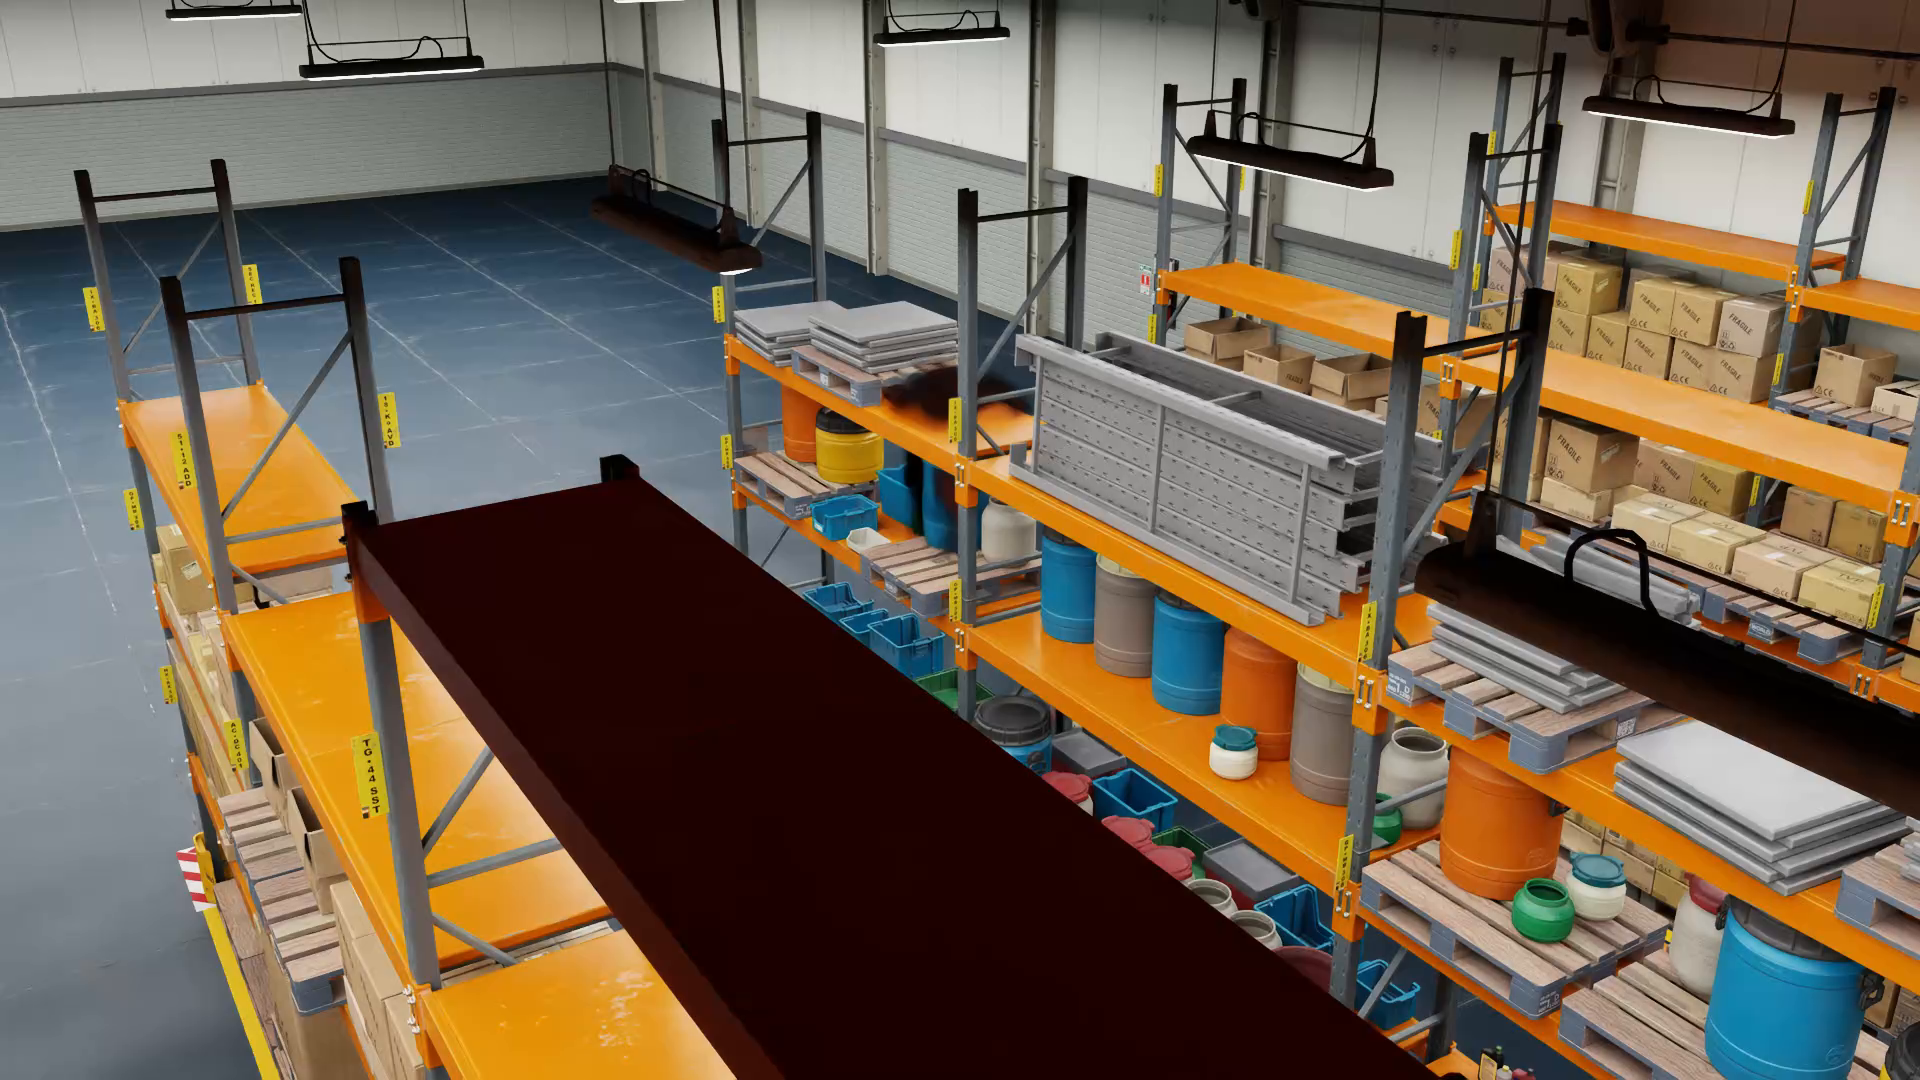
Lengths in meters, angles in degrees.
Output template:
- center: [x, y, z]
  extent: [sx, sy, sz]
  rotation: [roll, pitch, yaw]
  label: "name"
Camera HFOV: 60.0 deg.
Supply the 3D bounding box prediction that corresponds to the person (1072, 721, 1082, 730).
- center: [1.087, 1.609, 14.985]
  extent: [0.563, 1.733, 0.549]
  rotation: [9, 24, 22]
  label: "person"
